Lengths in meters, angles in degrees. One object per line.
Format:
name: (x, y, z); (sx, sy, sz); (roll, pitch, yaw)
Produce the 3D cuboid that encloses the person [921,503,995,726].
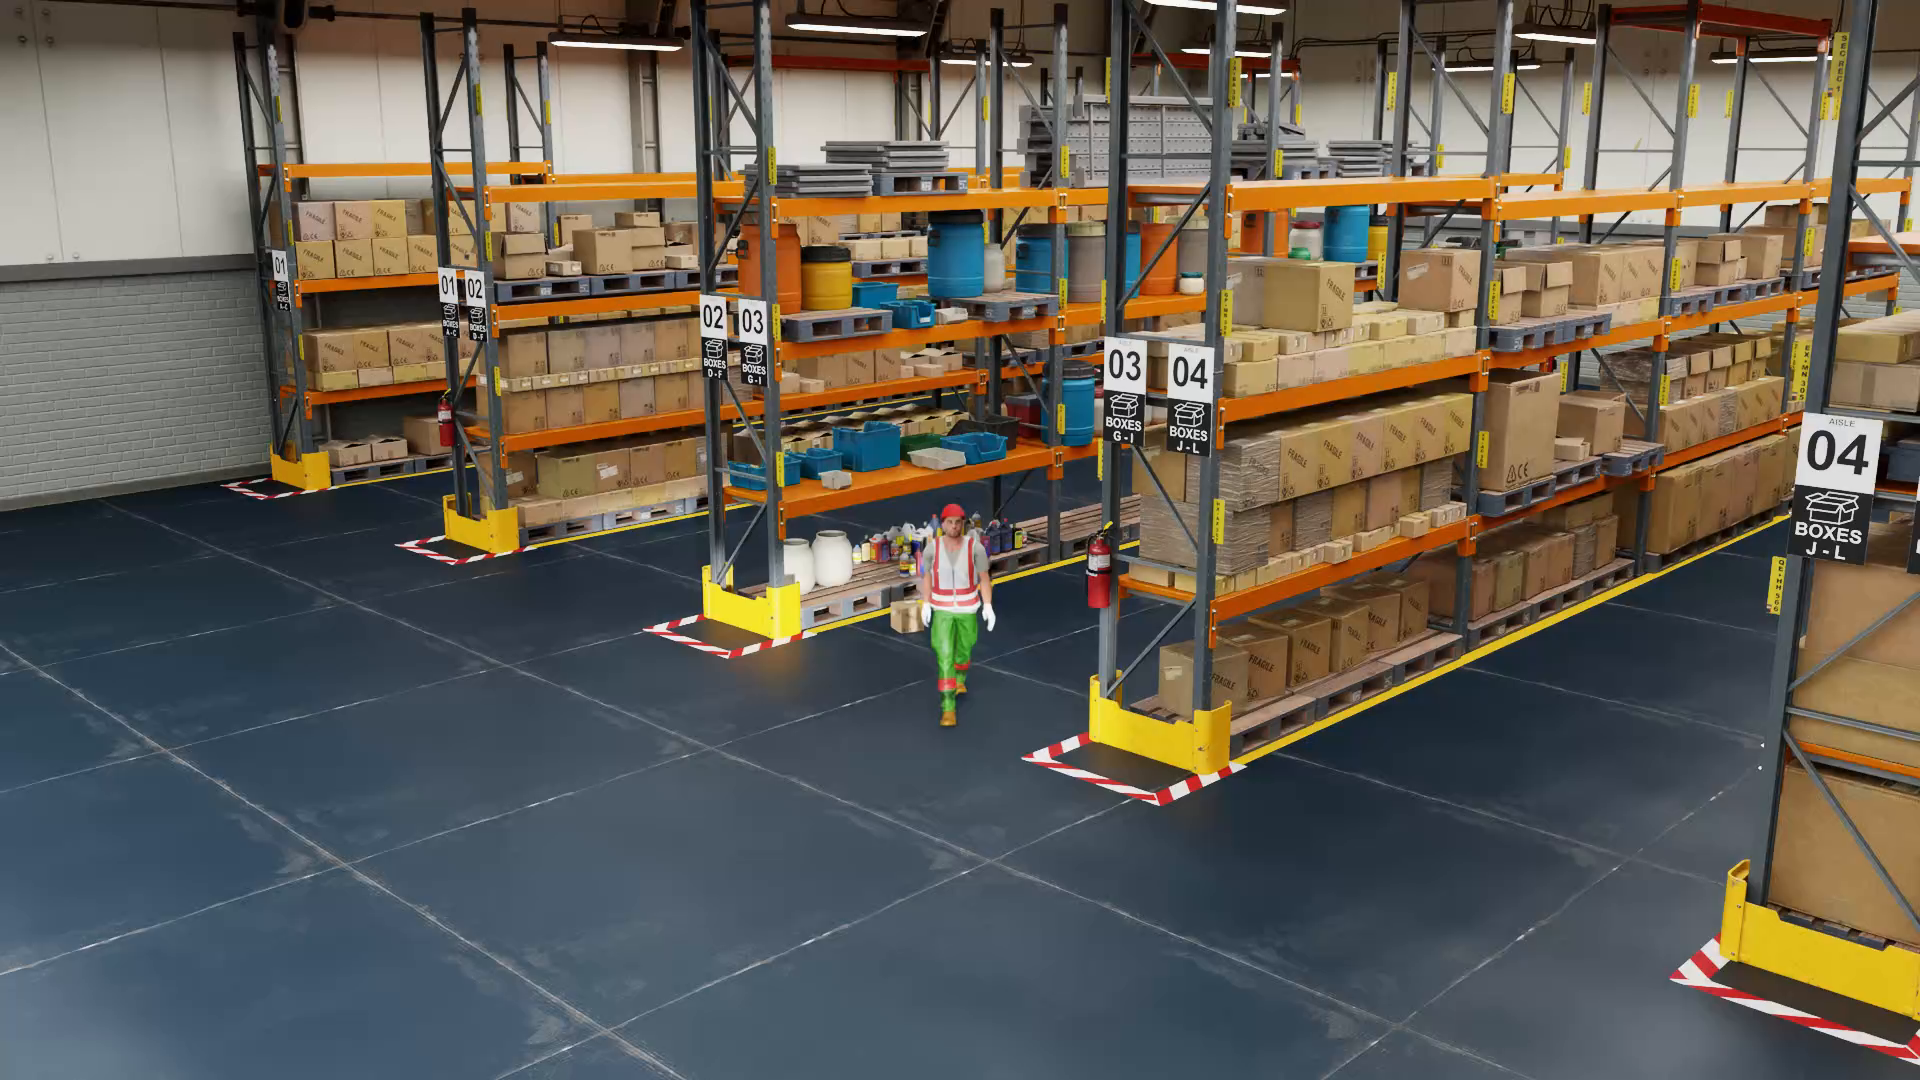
person: (-0.017, 0.569, 13.597); (0.585, 1.743, 1.047); (-1, 14, -4)
